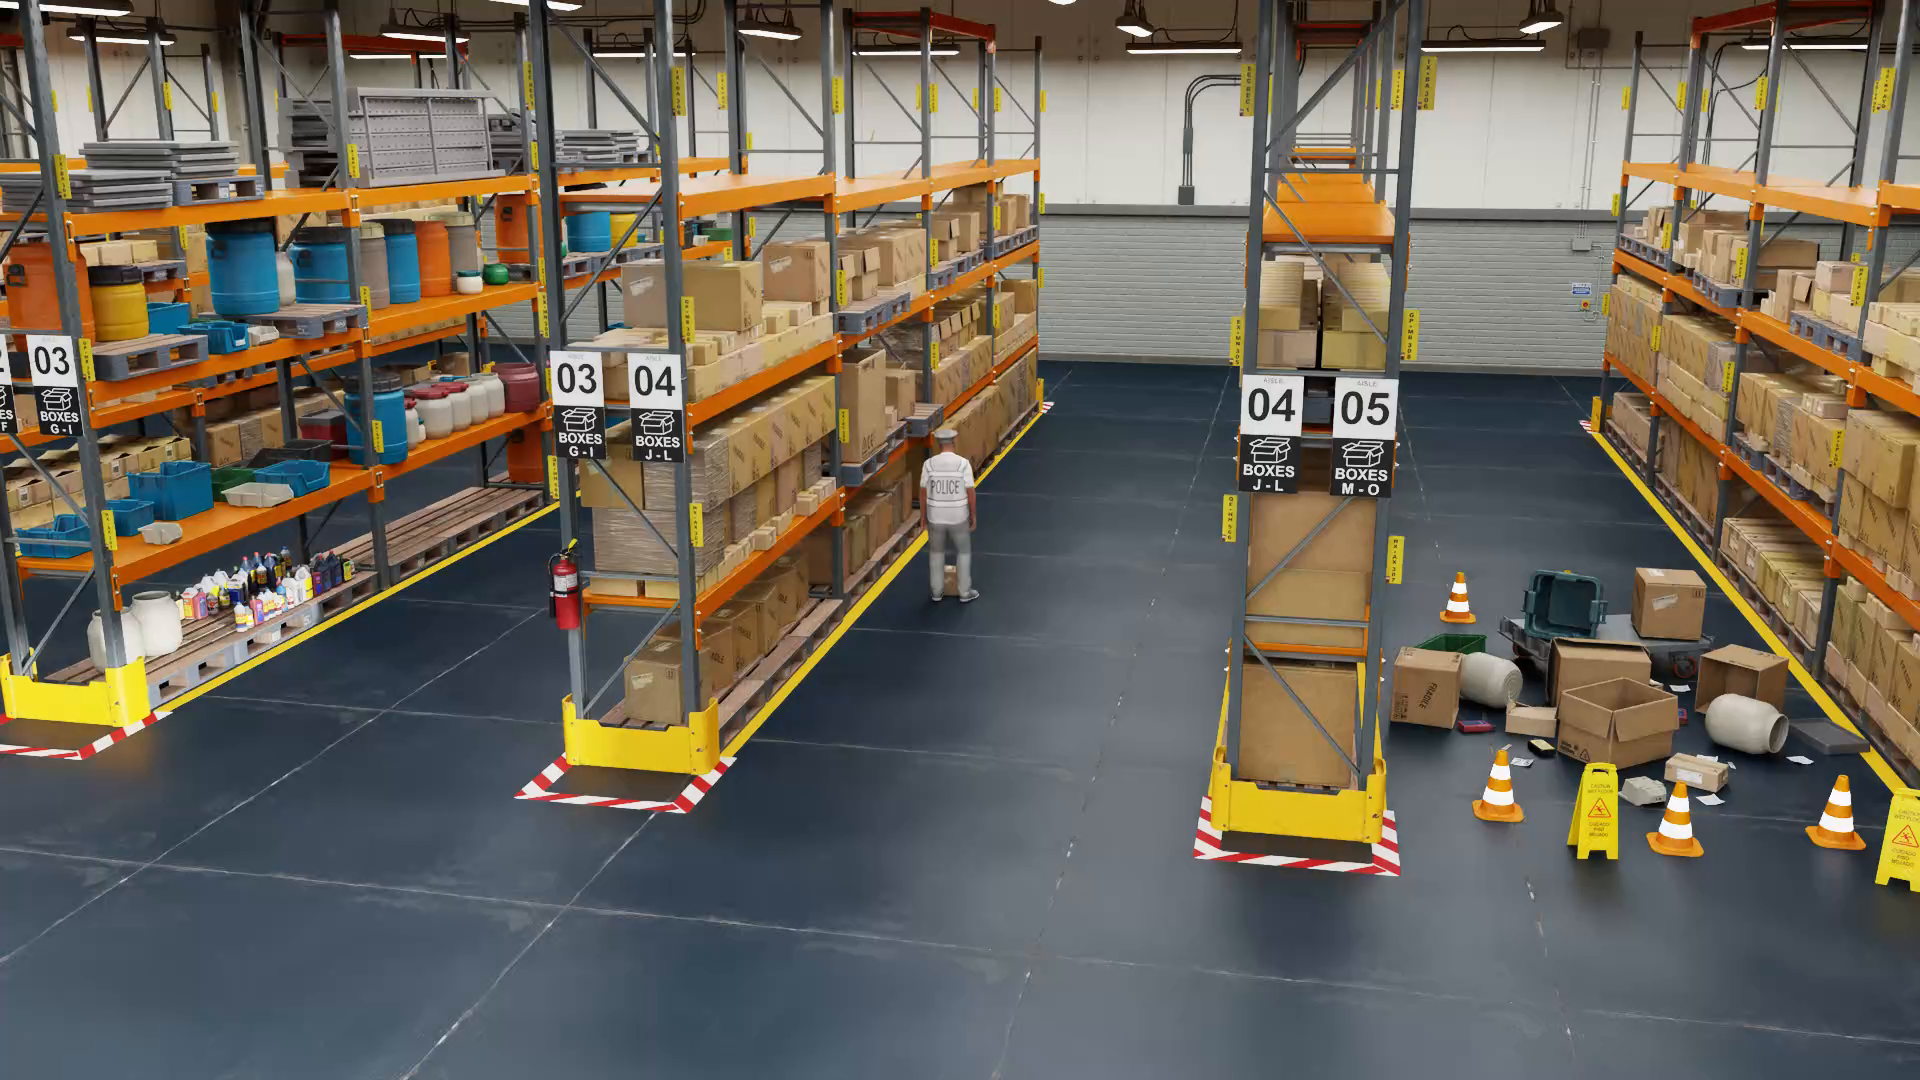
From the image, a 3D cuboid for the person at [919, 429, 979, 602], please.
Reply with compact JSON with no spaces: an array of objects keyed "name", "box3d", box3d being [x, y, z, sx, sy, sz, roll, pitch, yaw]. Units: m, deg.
[{"name":"person","box3d":[-0.119,-0.233,16.893,0.598,1.747,0.437,2,15,8]}]
